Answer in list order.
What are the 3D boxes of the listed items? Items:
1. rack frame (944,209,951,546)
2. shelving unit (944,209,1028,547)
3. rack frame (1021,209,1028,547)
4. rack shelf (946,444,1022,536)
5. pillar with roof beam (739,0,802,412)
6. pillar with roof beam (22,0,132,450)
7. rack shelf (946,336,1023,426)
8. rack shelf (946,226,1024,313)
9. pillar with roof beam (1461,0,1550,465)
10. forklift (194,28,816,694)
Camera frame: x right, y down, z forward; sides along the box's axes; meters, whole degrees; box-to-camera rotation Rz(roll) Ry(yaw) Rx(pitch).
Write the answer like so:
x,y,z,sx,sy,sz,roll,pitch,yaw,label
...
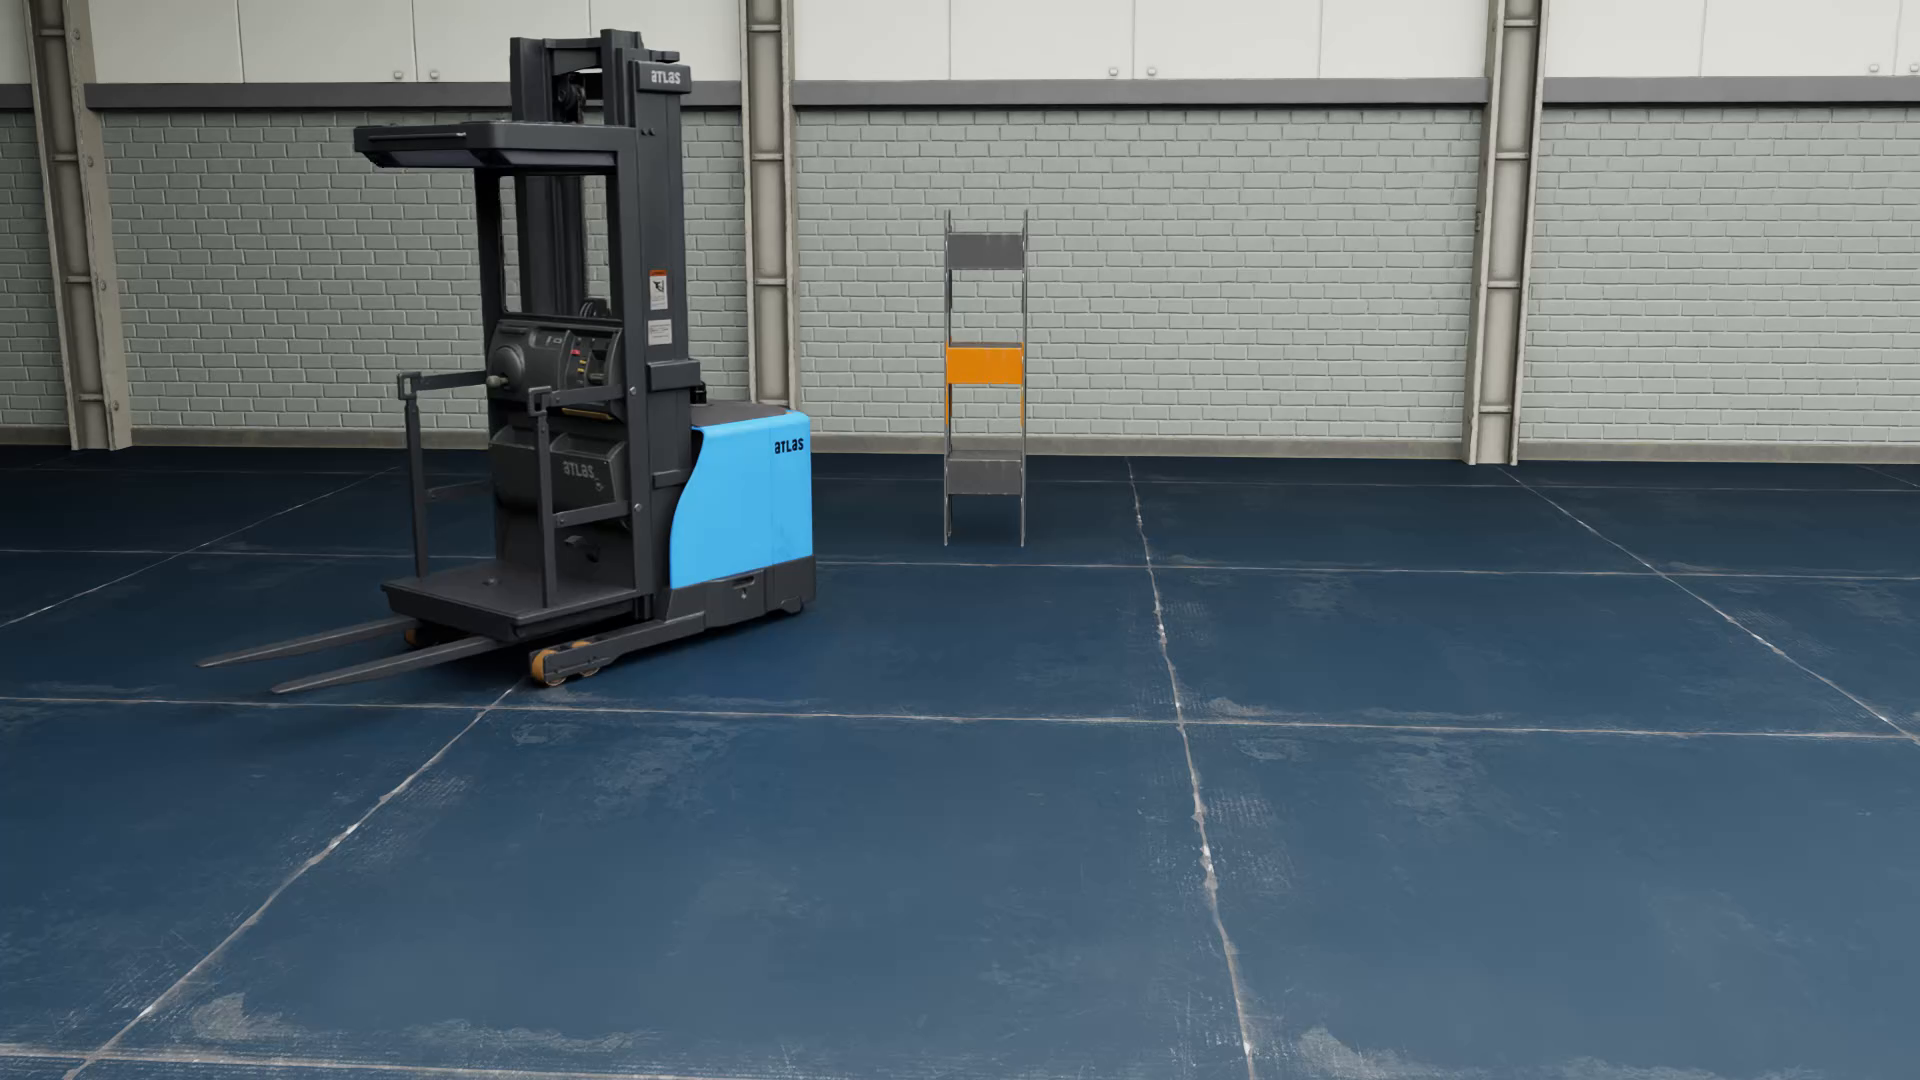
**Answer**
x,y,z,sx,sy,sz,roll,pitch,yaw,label
-0.078,-1.029,10.558,0.015,2.100,0.400,1,12,4,rack frame
0.165,-1.025,10.542,0.503,2.100,0.431,1,12,4,shelving unit
0.409,-1.022,10.526,0.015,2.100,0.400,1,12,4,rack frame
0.165,-0.327,10.688,0.480,0.518,0.431,1,12,4,rack shelf
-1.861,-4.259,9.150,0.400,9.000,9.100,1,12,4,pillar with roof beam
-7.848,-4.341,9.542,0.400,9.000,9.100,1,12,4,pillar with roof beam
0.165,-1.012,10.545,0.480,0.518,0.431,1,12,4,rack shelf
0.165,-1.697,10.402,0.480,0.518,0.431,1,12,4,rack shelf
4.125,-4.177,8.758,0.400,9.000,9.100,1,12,4,pillar with roof beam
-2.083,-0.883,7.831,1.130,2.935,3.031,9,15,38,forklift
